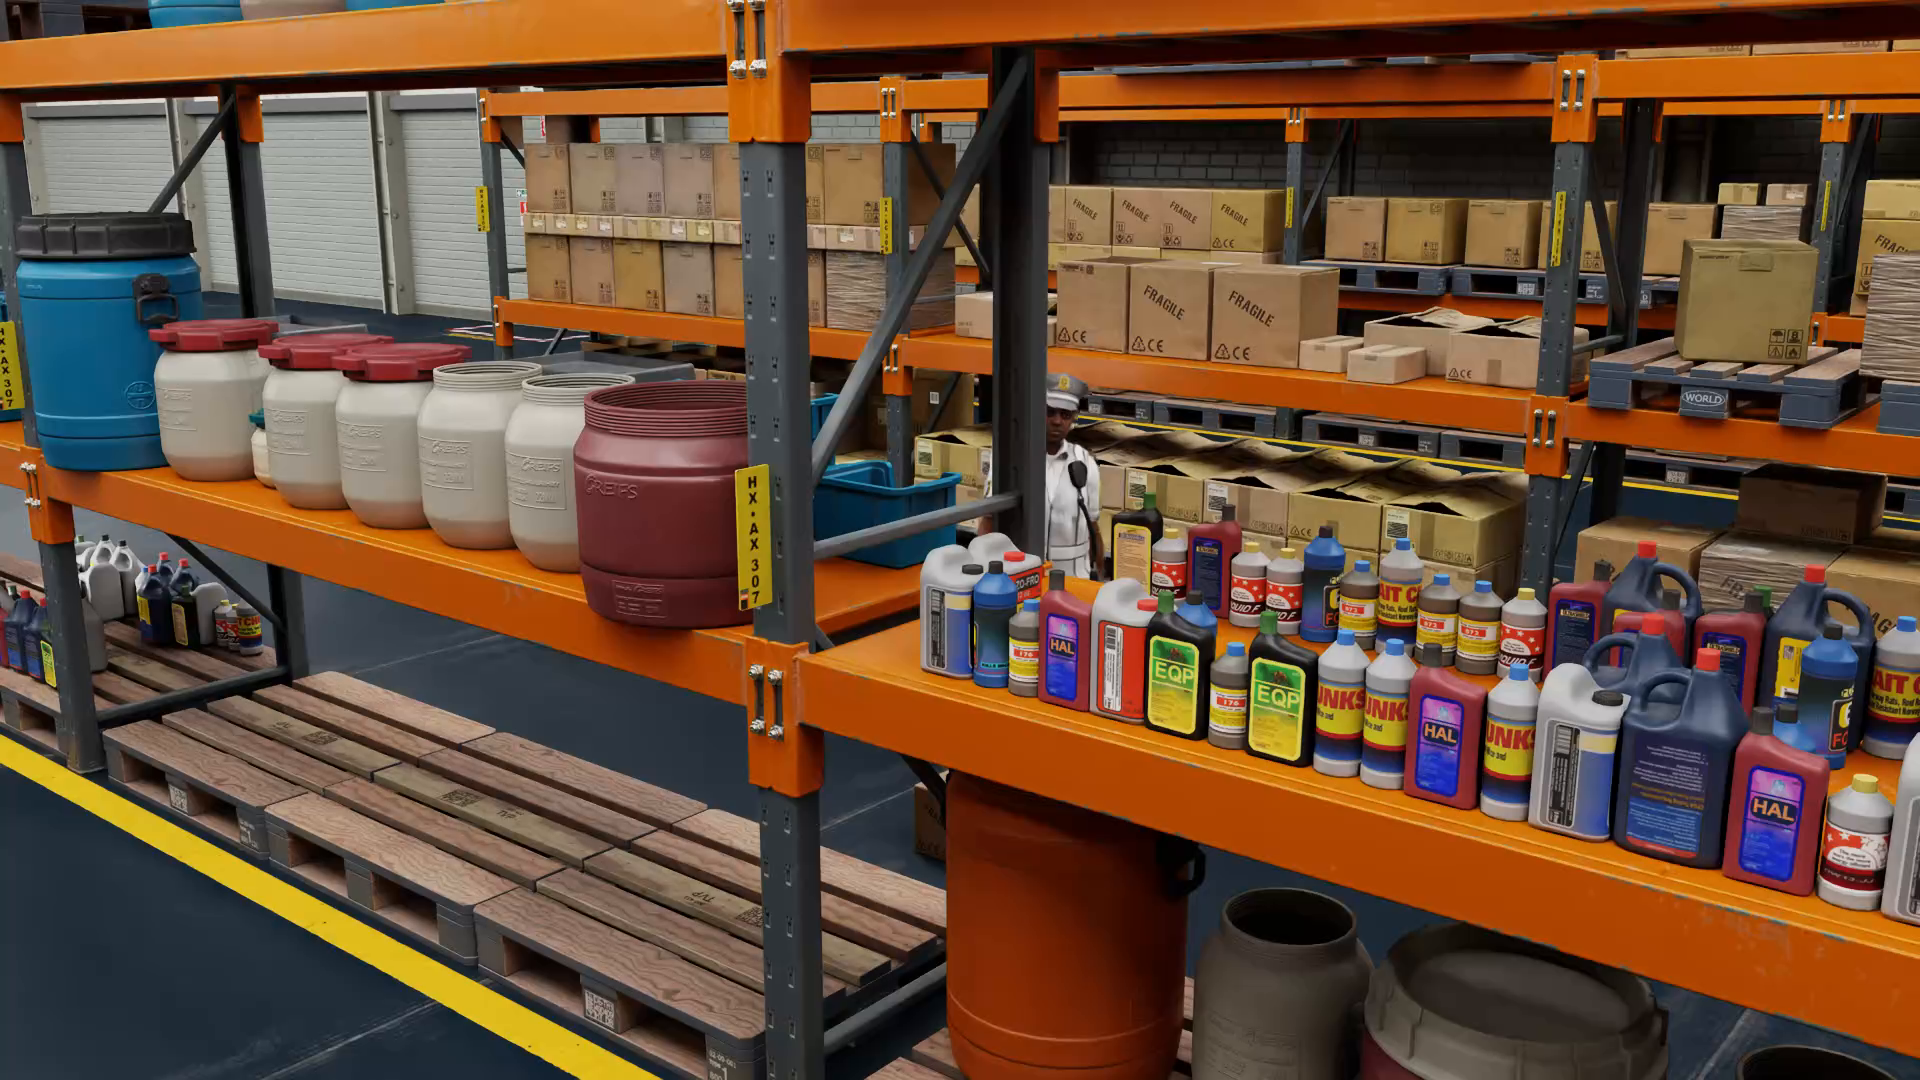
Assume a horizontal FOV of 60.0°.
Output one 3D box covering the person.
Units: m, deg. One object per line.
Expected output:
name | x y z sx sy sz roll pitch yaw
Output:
person | 0.315 0.209 6.122 0.496 1.618 0.903 0 13 -2
